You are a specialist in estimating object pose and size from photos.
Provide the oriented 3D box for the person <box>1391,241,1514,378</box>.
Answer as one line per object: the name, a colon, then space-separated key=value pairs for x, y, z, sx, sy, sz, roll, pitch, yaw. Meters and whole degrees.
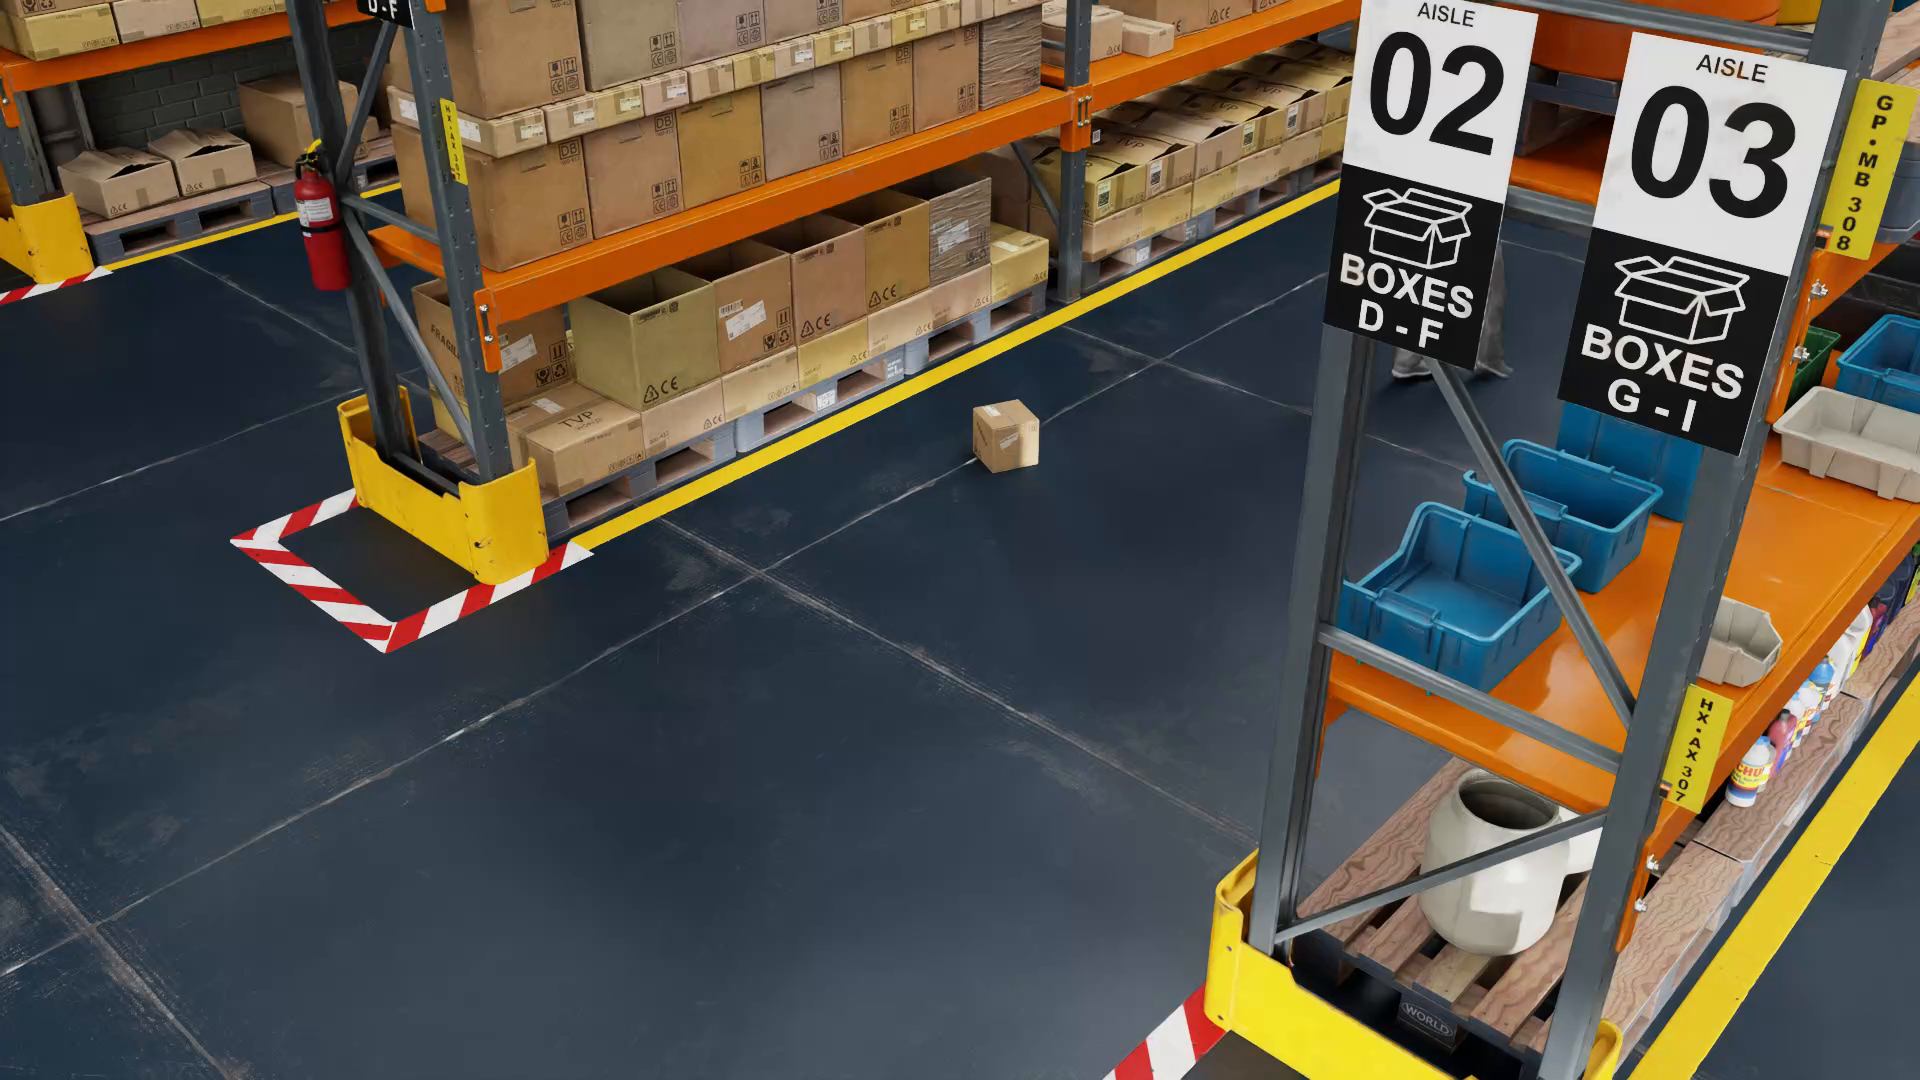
person: x=2.696 y=-1.640 z=8.803 sx=0.722 sy=1.733 sz=0.445 roll=-15 pitch=35 yaw=-23
